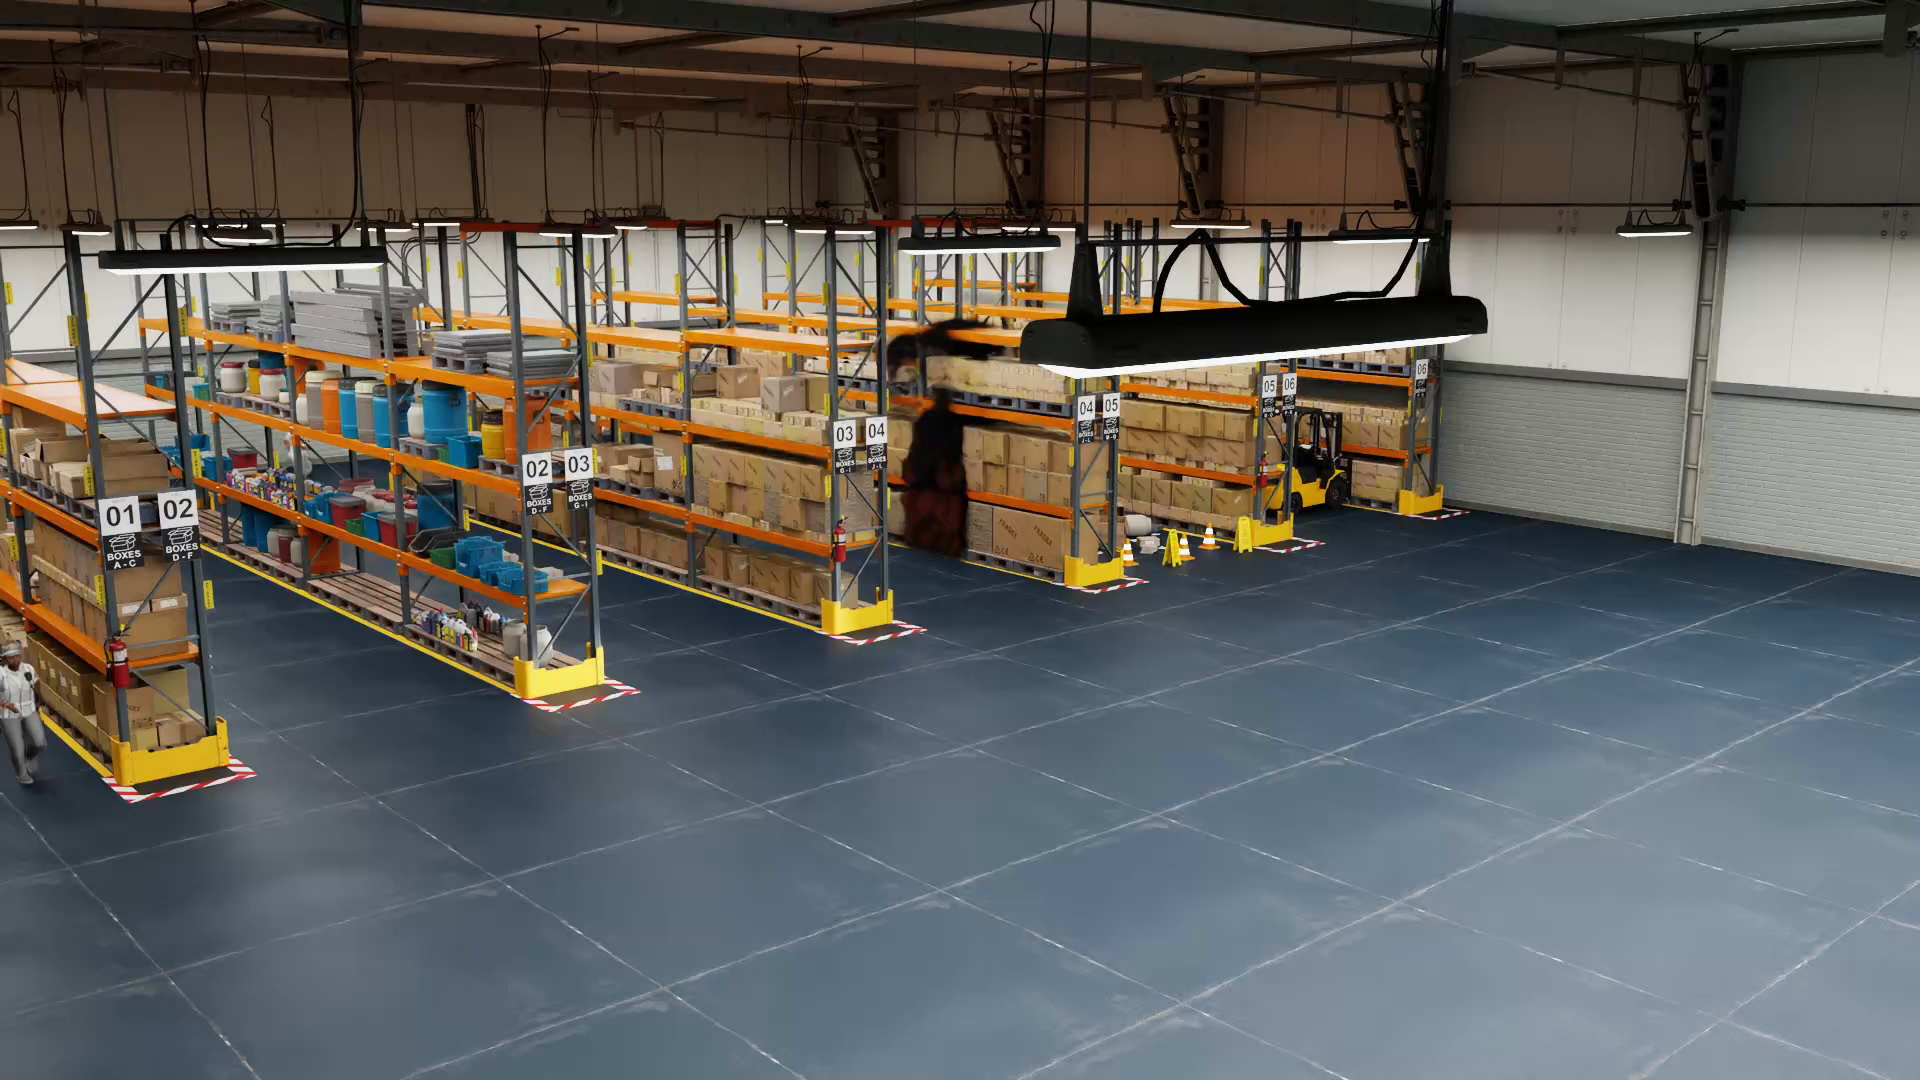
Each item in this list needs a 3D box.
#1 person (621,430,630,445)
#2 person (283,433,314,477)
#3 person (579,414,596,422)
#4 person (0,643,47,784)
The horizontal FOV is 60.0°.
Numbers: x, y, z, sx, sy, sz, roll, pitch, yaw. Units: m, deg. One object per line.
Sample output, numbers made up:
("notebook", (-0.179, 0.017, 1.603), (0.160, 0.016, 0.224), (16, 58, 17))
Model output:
("person", (-8.225, -2.724, 41.184), (0.785, 1.692, 0.634), (0, 11, -2))
("person", (-14.611, -1.844, 36.814), (0.648, 1.644, 0.601), (-7, 13, -32))
("person", (-9.153, -2.812, 41.406), (0.725, 1.753, 0.985), (4, 12, 21))
("person", (-10.321, 1.917, 18.265), (0.561, 1.626, 0.607), (-11, 16, -44))
